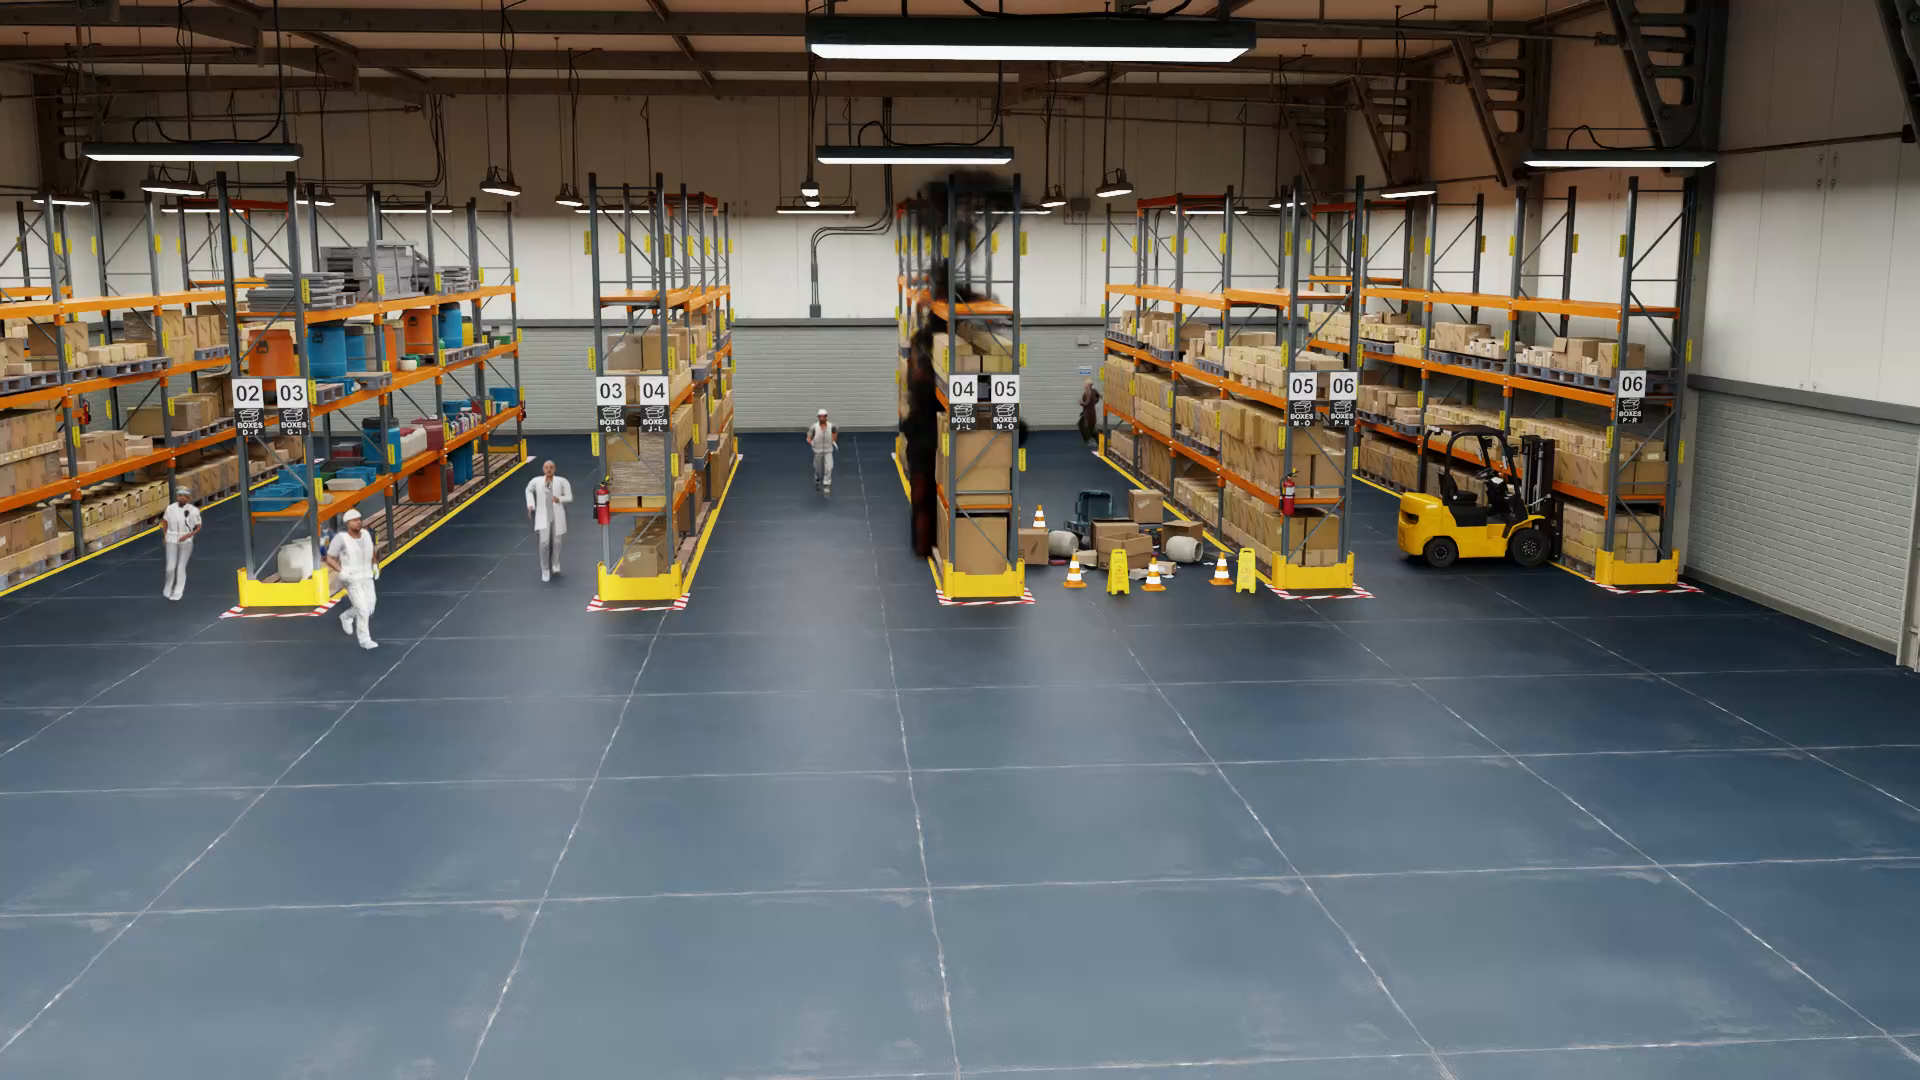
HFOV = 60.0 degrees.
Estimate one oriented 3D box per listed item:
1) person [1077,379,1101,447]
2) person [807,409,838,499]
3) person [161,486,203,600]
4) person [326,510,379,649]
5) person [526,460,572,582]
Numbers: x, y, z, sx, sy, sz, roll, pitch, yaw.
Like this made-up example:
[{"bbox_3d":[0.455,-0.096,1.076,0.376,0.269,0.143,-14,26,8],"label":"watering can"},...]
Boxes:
[{"bbox_3d":[3.277,-3.135,41.539,0.710,1.759,0.795,1,10,7],"label":"person"},{"bbox_3d":[-2.766,-1.756,33.479,0.634,1.777,0.984,-2,10,-10],"label":"person"},{"bbox_3d":[-11.138,0.048,23.758,0.604,1.636,0.521,-3,10,-16],"label":"person"},{"bbox_3d":[-7.655,0.477,20.997,0.754,1.749,0.694,6,12,30],"label":"person"},{"bbox_3d":[-6.228,-0.292,25.285,0.675,1.846,0.829,-3,10,-16],"label":"person"}]
